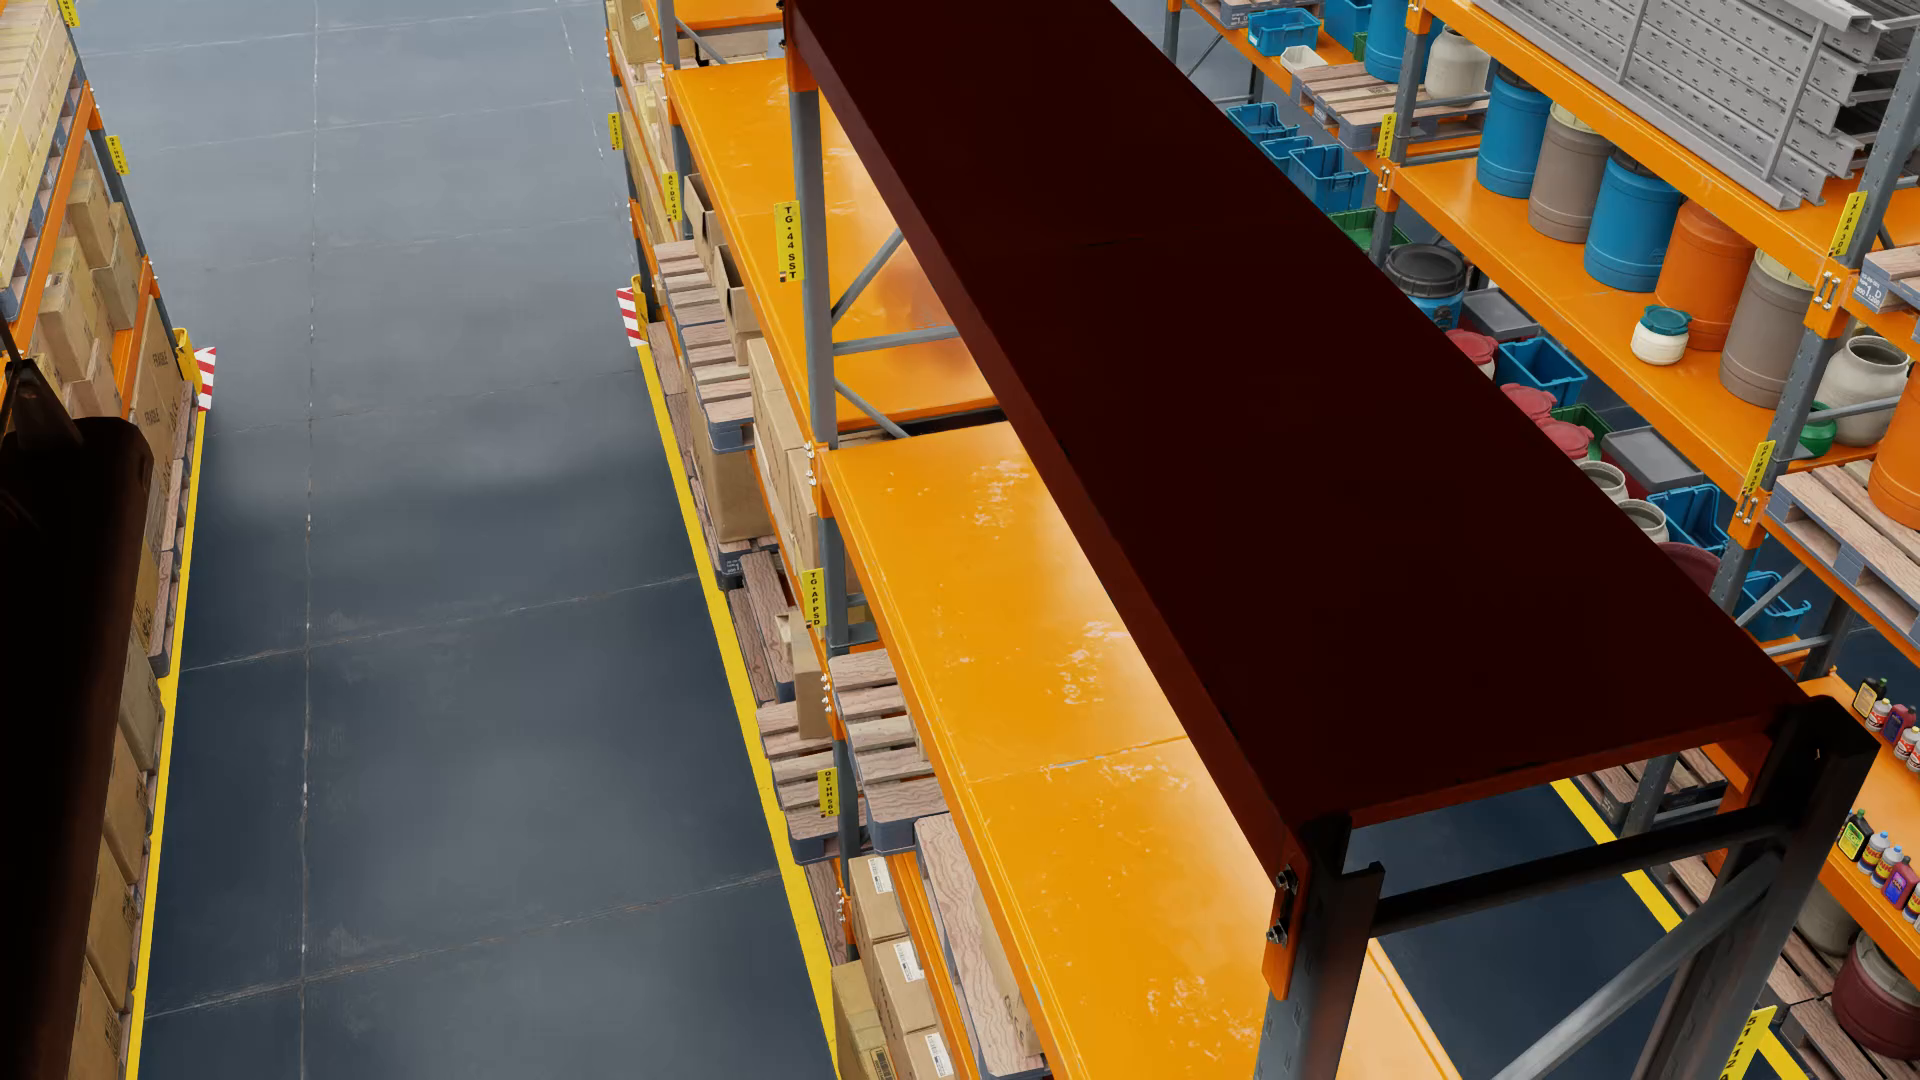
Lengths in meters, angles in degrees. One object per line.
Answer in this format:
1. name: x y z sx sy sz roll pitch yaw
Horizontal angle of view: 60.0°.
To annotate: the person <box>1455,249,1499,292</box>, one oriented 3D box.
1. person: 4.473 -2.289 14.401 0.622 1.619 0.579 -8 39 -10
